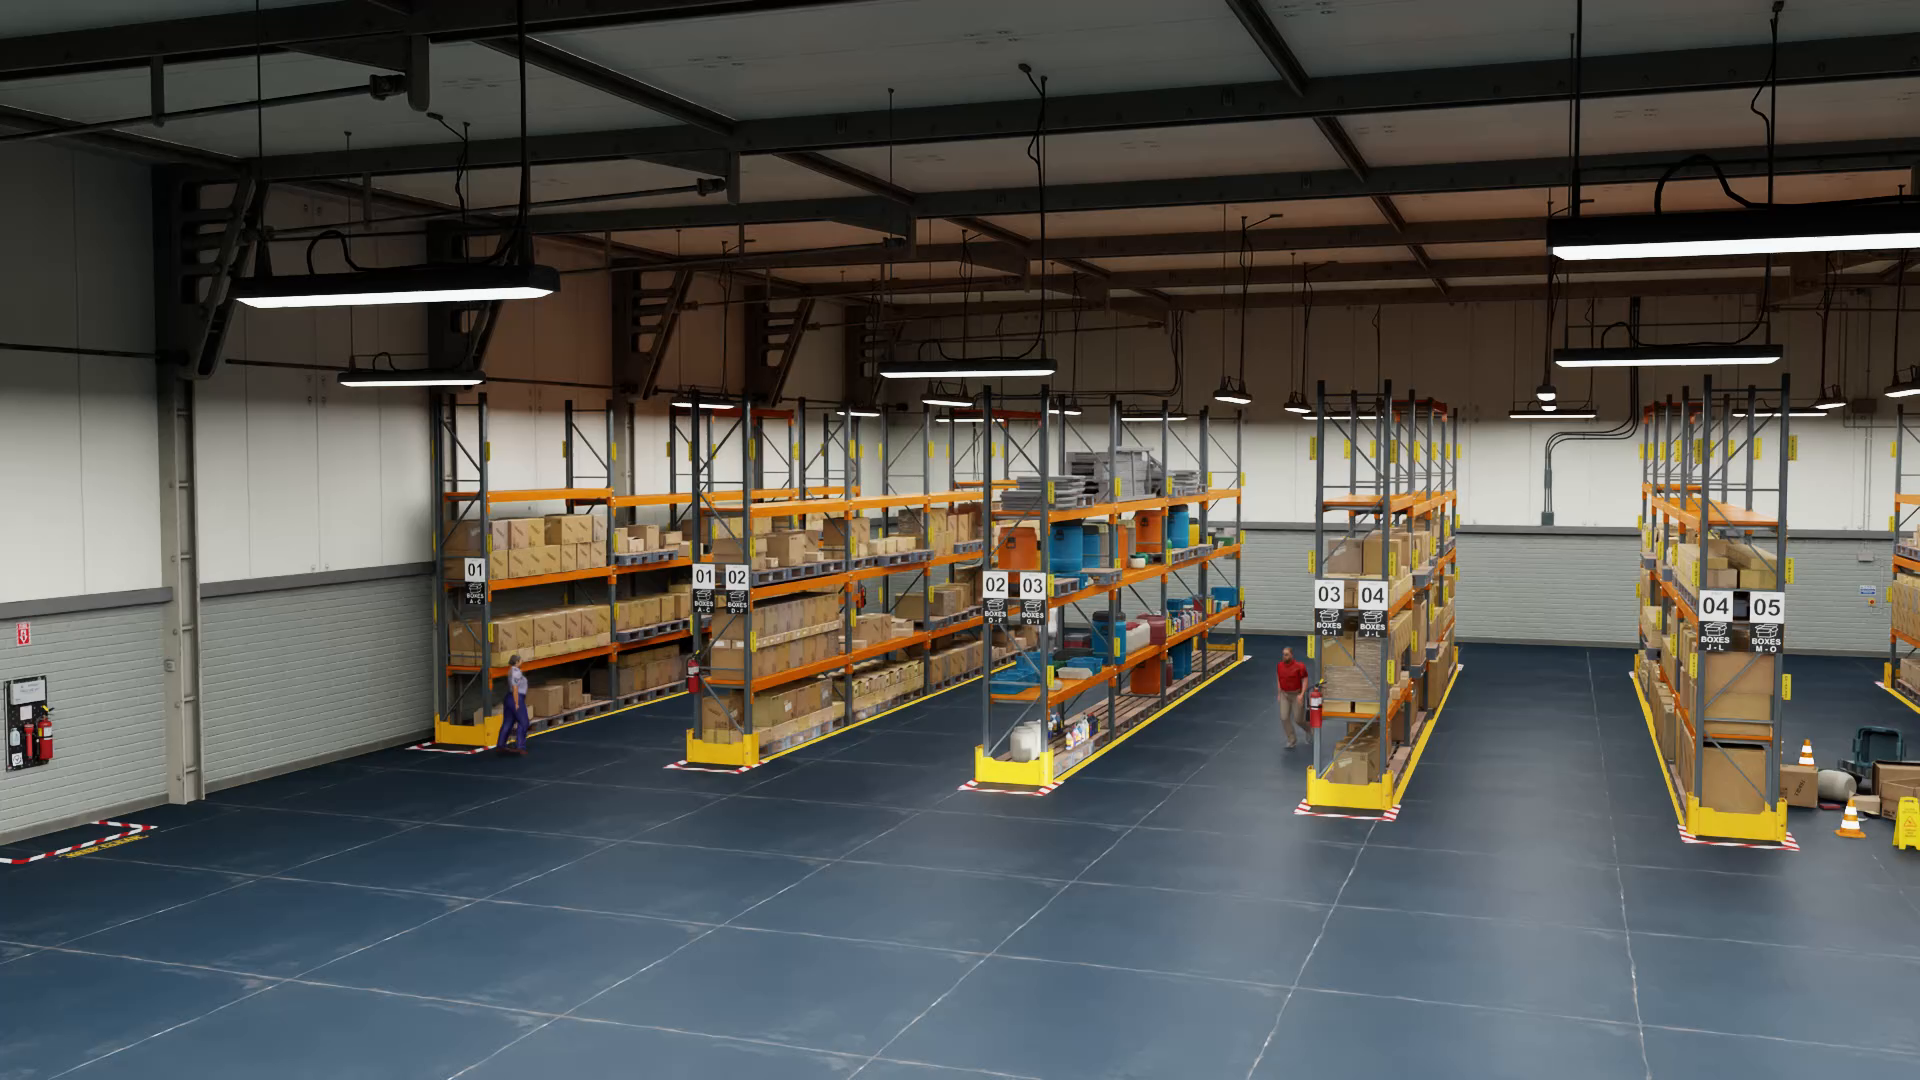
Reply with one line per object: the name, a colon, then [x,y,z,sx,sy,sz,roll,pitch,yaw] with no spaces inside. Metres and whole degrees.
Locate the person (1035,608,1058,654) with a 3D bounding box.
person: [1.989,2.117,37.758,0.567,1.800,0.389,0,3,-5]

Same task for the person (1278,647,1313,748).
person: [5.692,2.654,28.277,0.598,1.700,0.633,2,4,38]

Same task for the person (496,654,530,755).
person: [-7.421,2.747,27.533,0.513,1.699,0.566,-2,3,-28]
